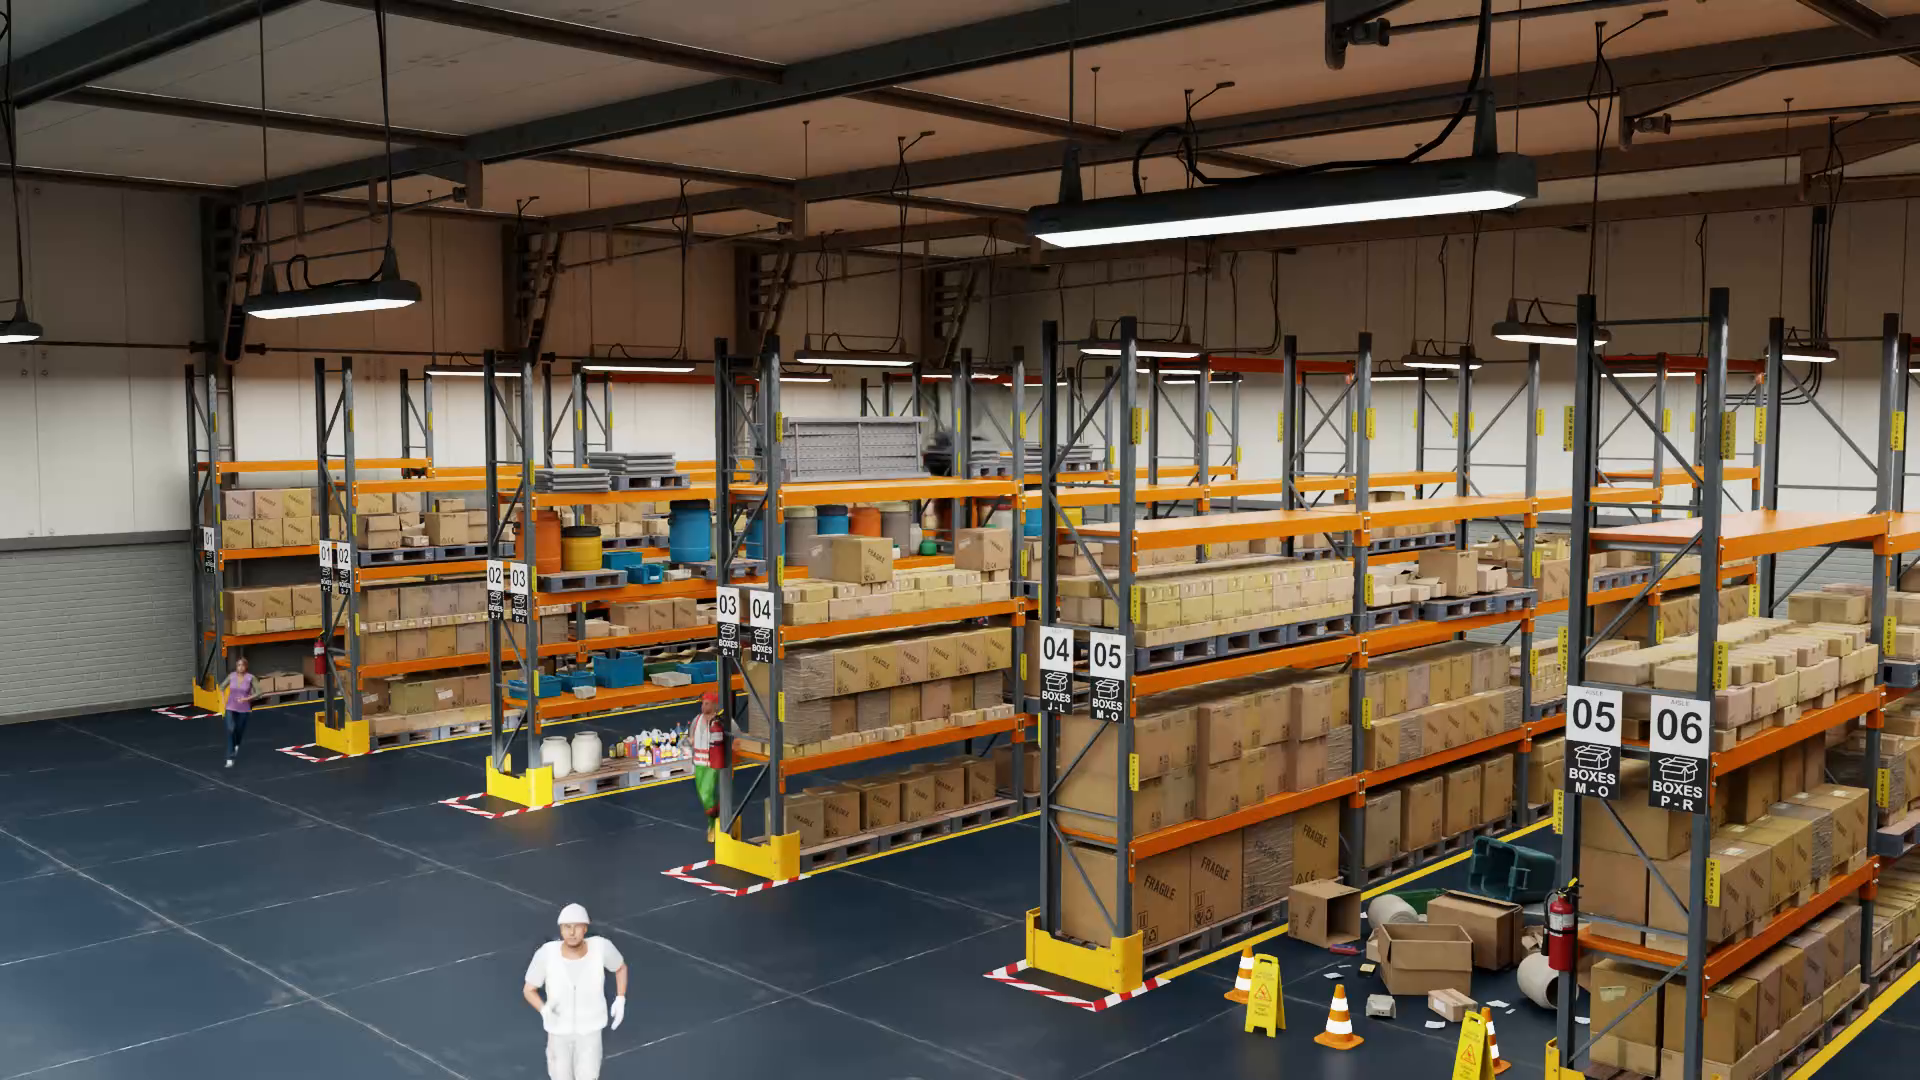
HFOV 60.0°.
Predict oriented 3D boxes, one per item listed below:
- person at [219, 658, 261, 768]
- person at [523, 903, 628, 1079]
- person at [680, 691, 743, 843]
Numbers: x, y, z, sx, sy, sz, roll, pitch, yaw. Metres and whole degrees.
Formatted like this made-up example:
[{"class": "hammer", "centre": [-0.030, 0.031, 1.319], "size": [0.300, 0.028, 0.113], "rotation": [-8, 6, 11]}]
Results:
[{"class": "person", "centre": [-10.623, 2.525, 24.553], "size": [0.580, 1.587, 0.760], "rotation": [-1, 5, -16]}, {"class": "person", "centre": [-2.662, 3.391, 11.536], "size": [0.707, 1.794, 0.863], "rotation": [-1, 4, -11]}, {"class": "person", "centre": [-3.043, 2.738, 20.084], "size": [0.642, 1.807, 0.677], "rotation": [3, 5, 33]}]
